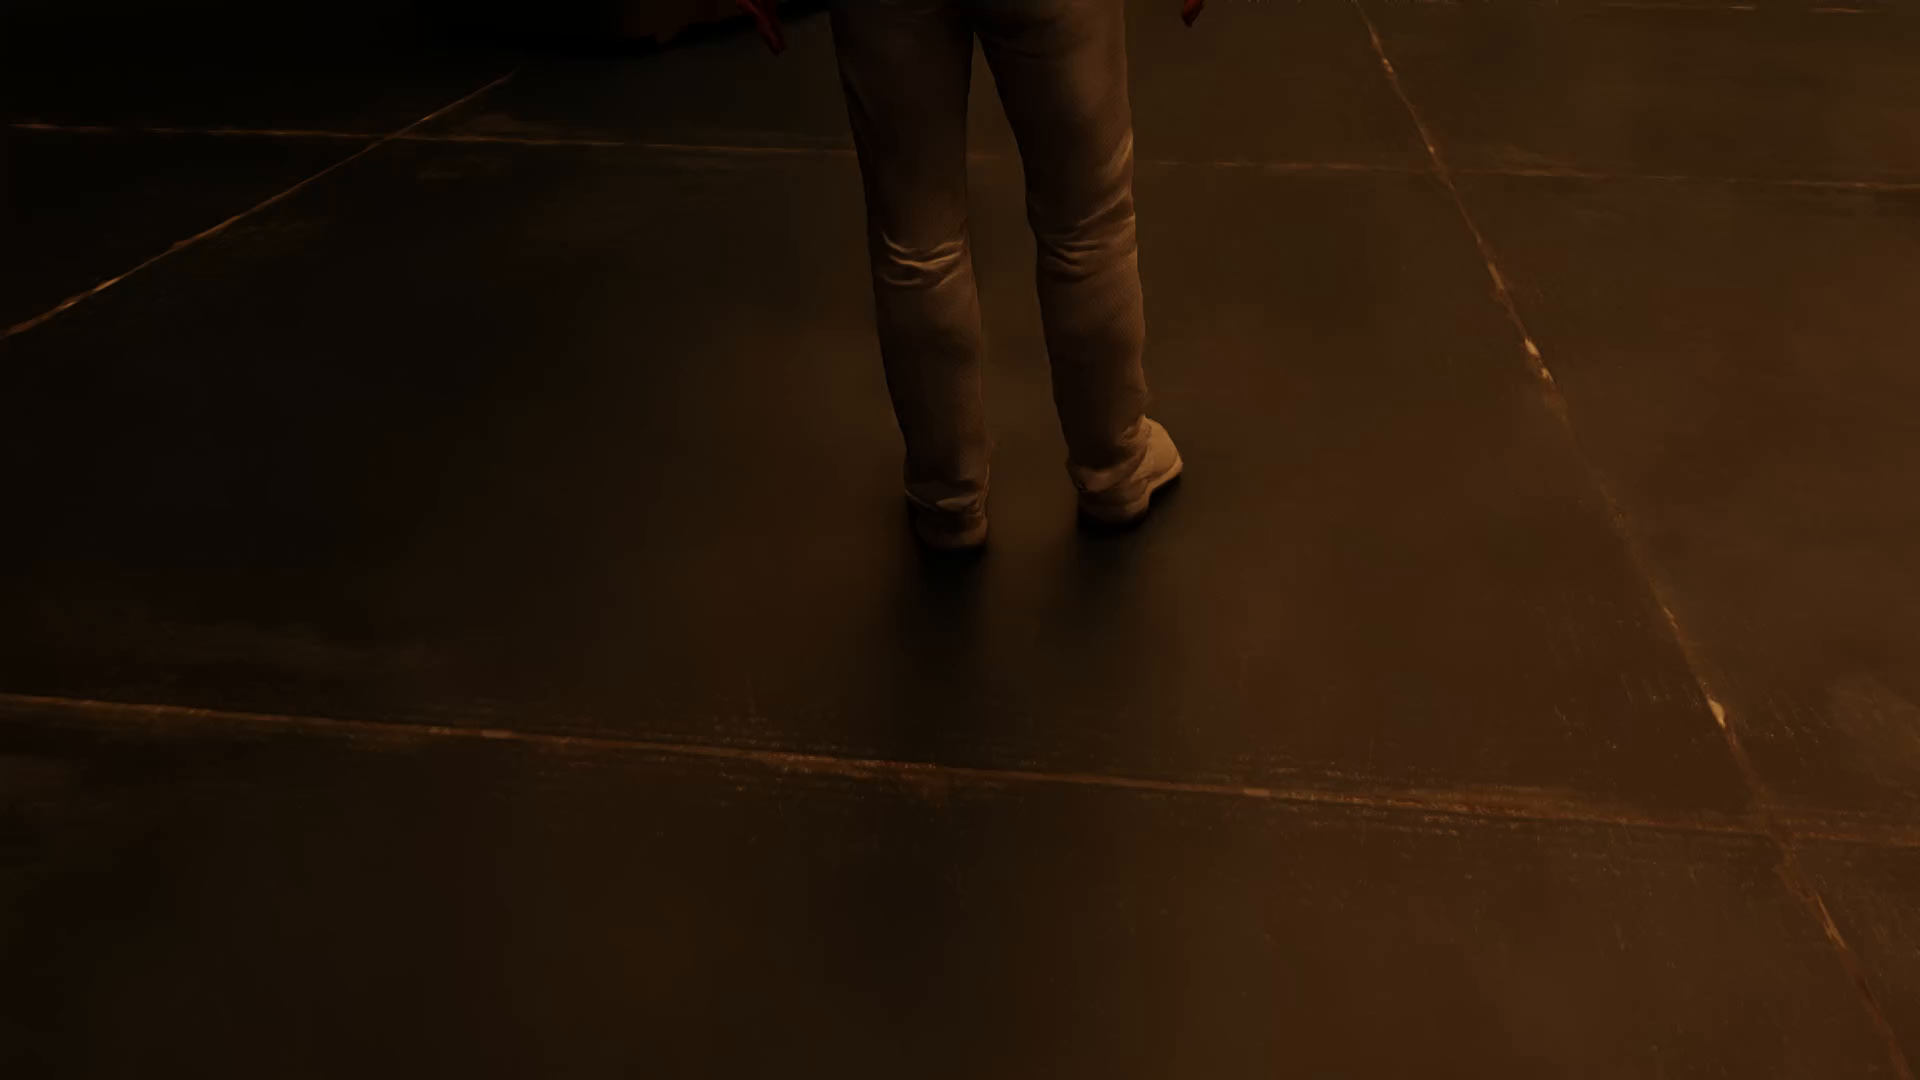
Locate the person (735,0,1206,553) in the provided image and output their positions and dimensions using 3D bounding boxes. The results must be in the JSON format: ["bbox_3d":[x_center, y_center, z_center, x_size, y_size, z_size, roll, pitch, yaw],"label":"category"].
[{"bbox_3d":[0.015,-0.827,2.164,0.665,1.766,0.576,3,27,7],"label":"person"}]

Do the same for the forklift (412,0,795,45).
[{"bbox_3d":[-0.944,-3.709,6.653,1.130,2.935,3.031,13,29,24],"label":"forklift"}]
